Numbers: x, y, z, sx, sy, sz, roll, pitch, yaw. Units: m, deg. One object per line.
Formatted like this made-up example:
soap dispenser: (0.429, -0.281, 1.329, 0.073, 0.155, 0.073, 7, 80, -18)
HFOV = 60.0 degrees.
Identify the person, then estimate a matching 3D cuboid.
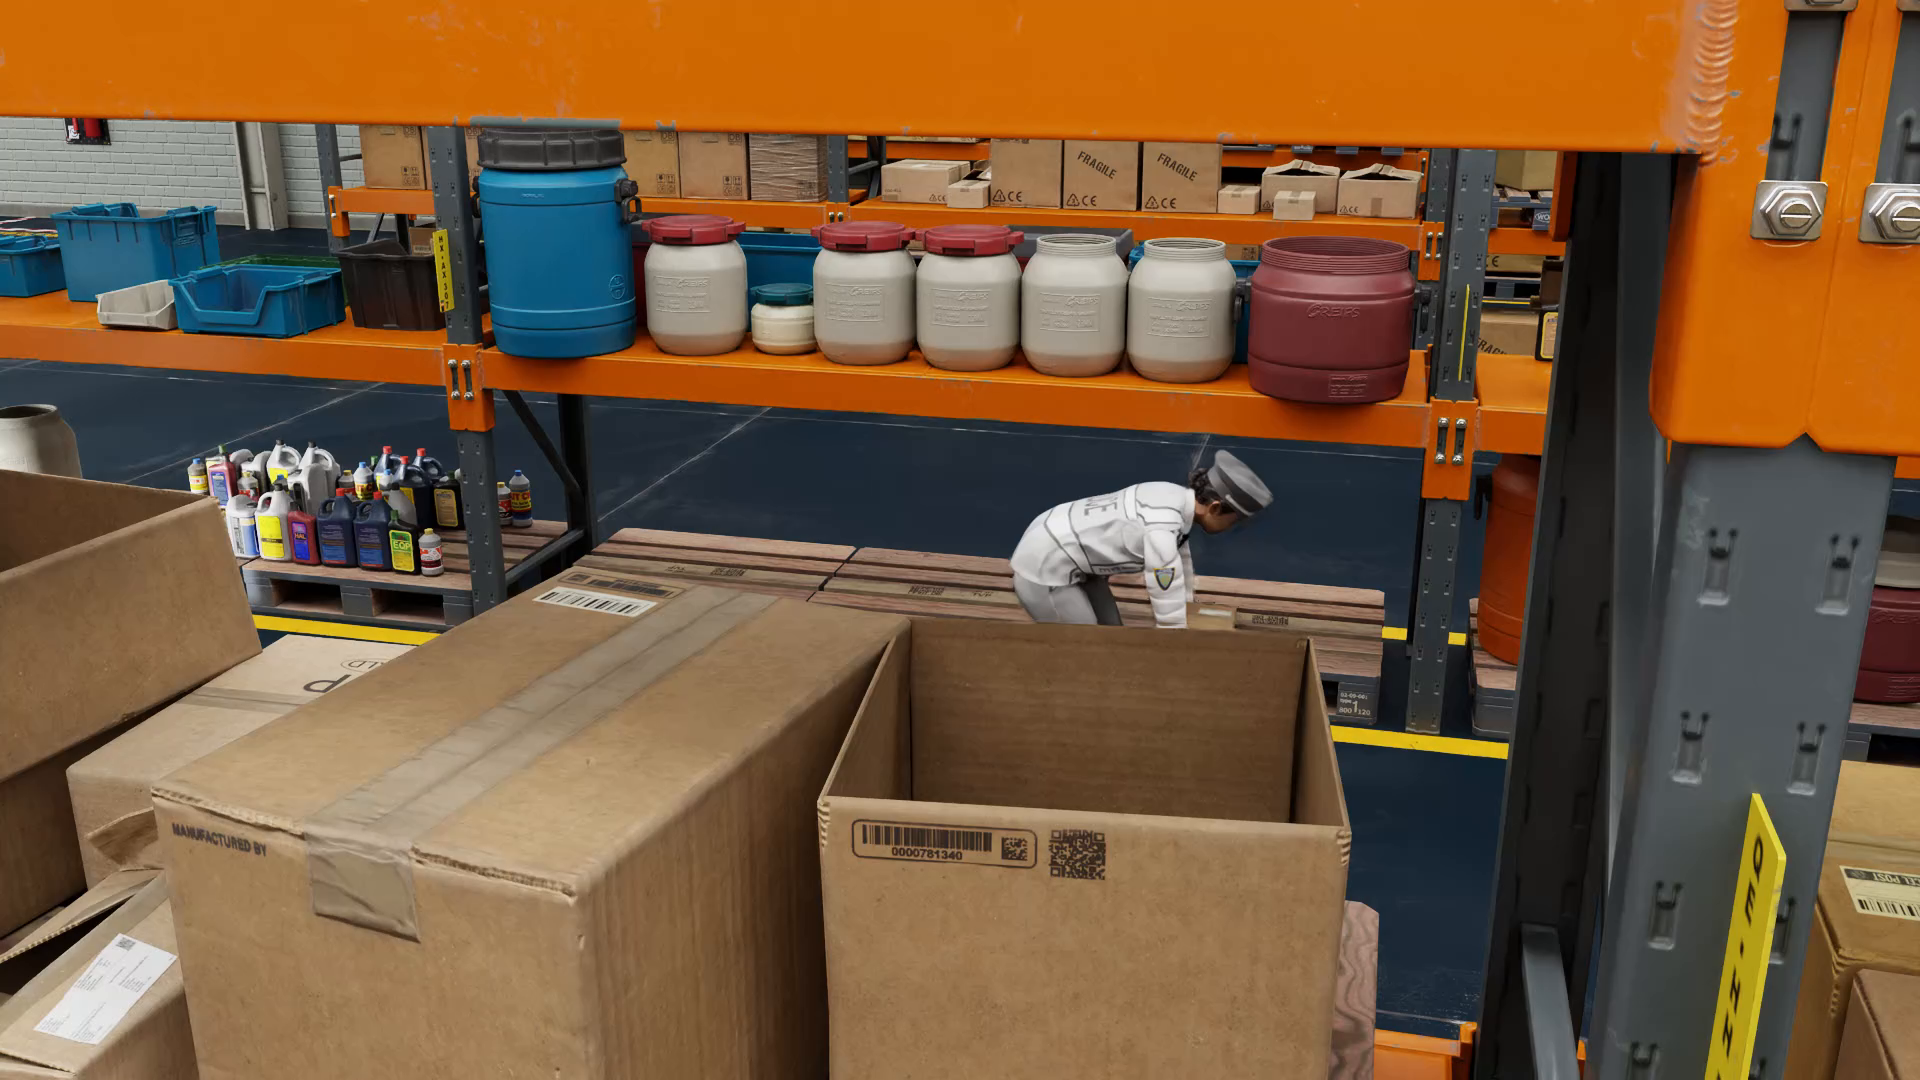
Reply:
person: (0.621, 0.297, 5.802, 0.881, 1.266, 0.418, 4, 19, 11)
